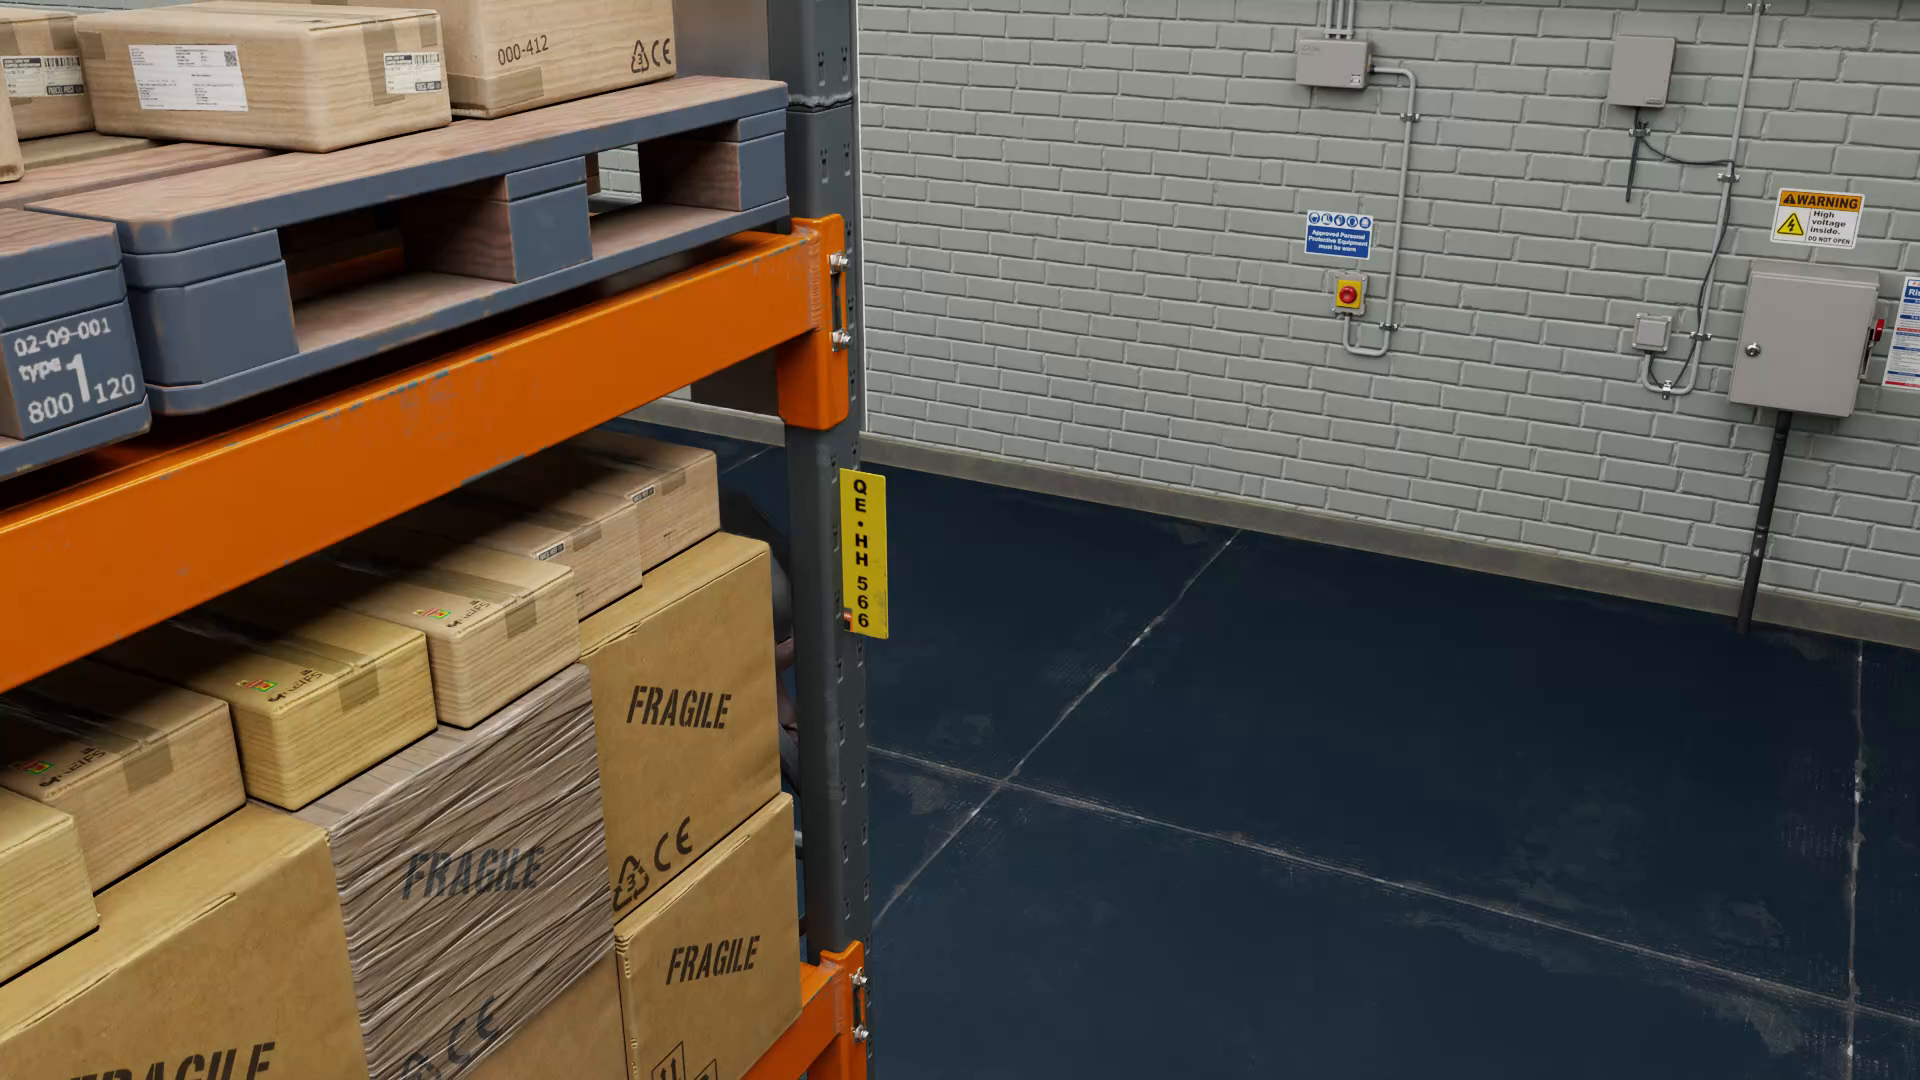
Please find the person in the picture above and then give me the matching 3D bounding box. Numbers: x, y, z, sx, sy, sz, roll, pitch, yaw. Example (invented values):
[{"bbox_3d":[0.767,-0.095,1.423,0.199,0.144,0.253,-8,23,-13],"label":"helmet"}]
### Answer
[{"bbox_3d":[-0.893,0.327,6.483,0.789,1.232,0.583,11,25,25],"label":"person"}]
